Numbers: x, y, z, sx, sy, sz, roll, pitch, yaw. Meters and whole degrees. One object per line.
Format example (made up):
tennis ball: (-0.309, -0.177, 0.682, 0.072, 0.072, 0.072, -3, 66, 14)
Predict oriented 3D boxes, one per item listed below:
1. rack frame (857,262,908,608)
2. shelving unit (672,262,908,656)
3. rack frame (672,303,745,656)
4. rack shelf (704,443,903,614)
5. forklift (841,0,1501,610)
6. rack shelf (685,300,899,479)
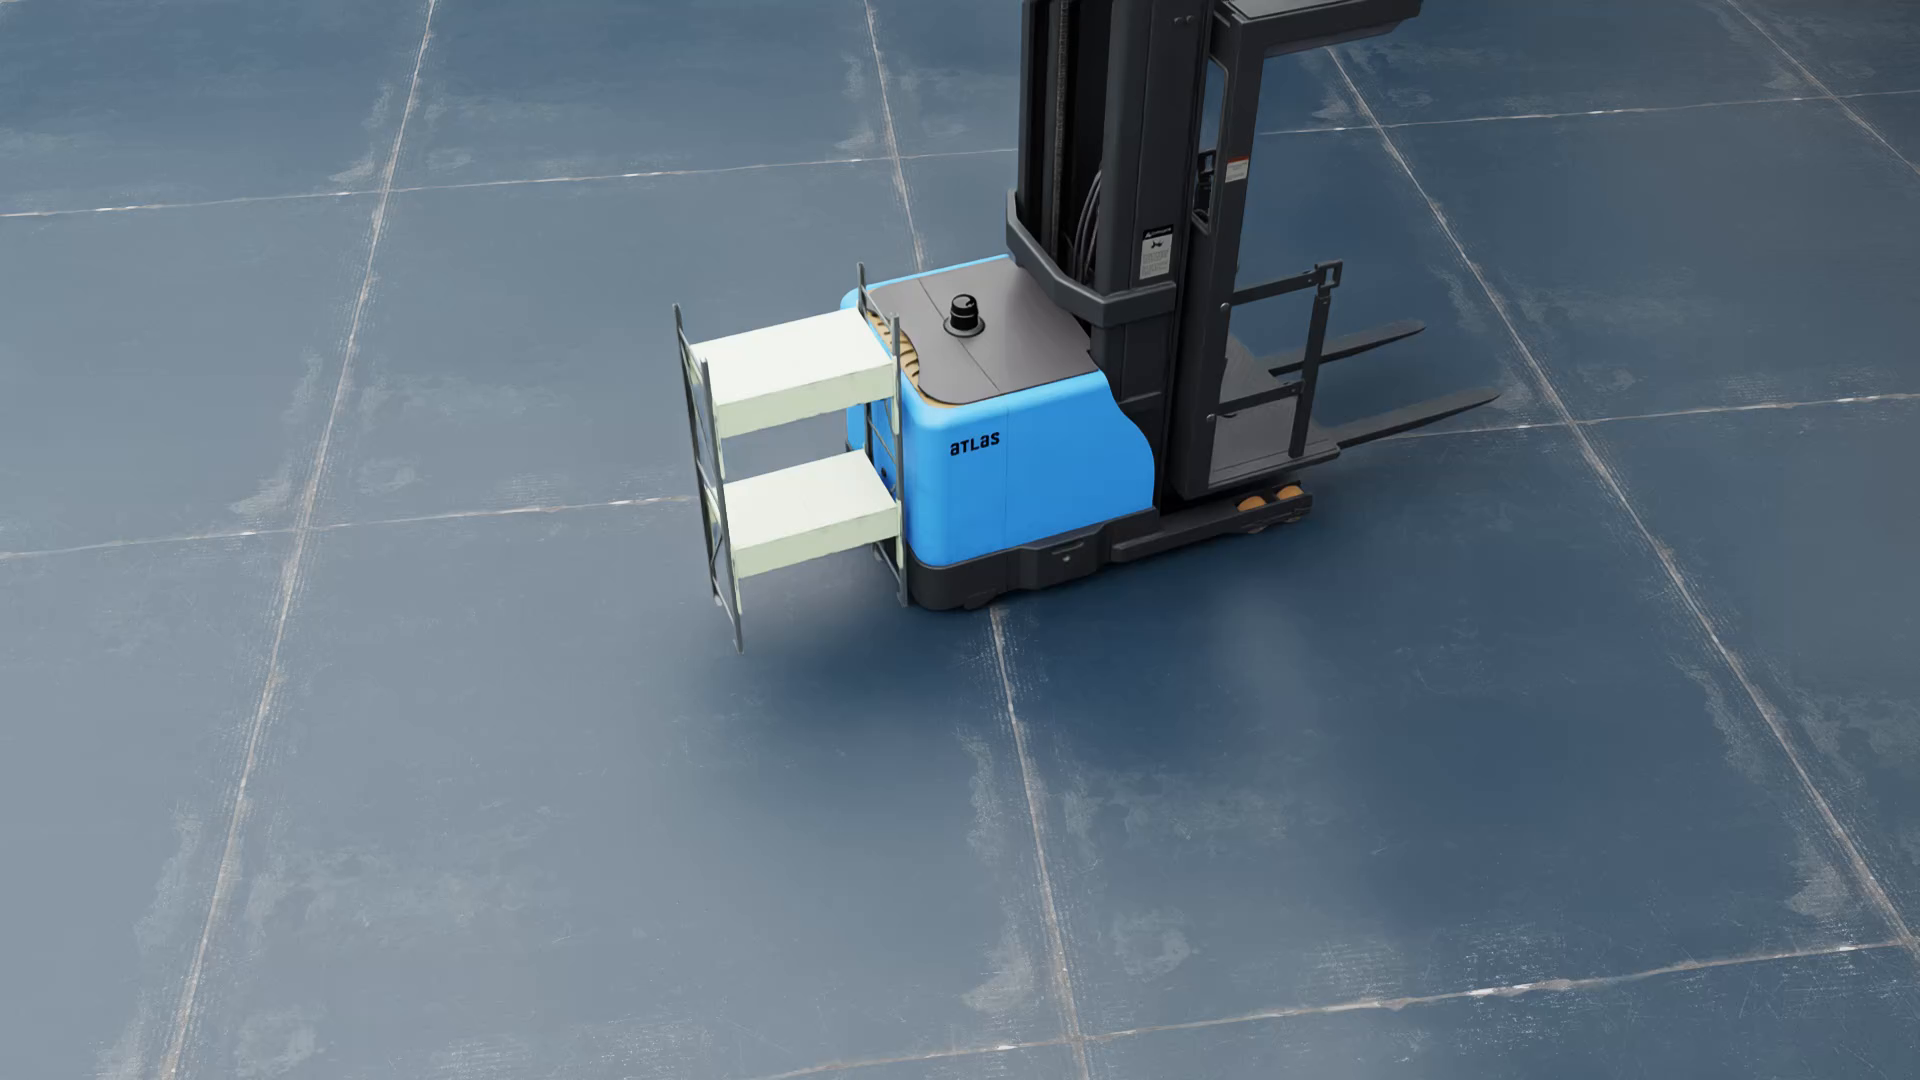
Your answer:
rack frame: (-0.311, -0.391, 6.778, 0.023, 1.500, 0.400, -16, 44, -17)
shelving unit: (-0.649, -0.296, 6.673, 0.755, 1.500, 0.431, -16, 44, -17)
rack frame: (-0.986, -0.201, 6.568, 0.023, 1.500, 0.400, -16, 44, -17)
rack shelf: (-0.649, -0.054, 6.892, 0.720, 0.370, 0.431, -16, 44, -17)
forklift: (1.047, -1.431, 6.863, 3.031, 2.935, 1.130, -16, 44, -17)
rack shelf: (-0.649, -0.586, 6.412, 0.720, 0.370, 0.431, -16, 44, -17)
